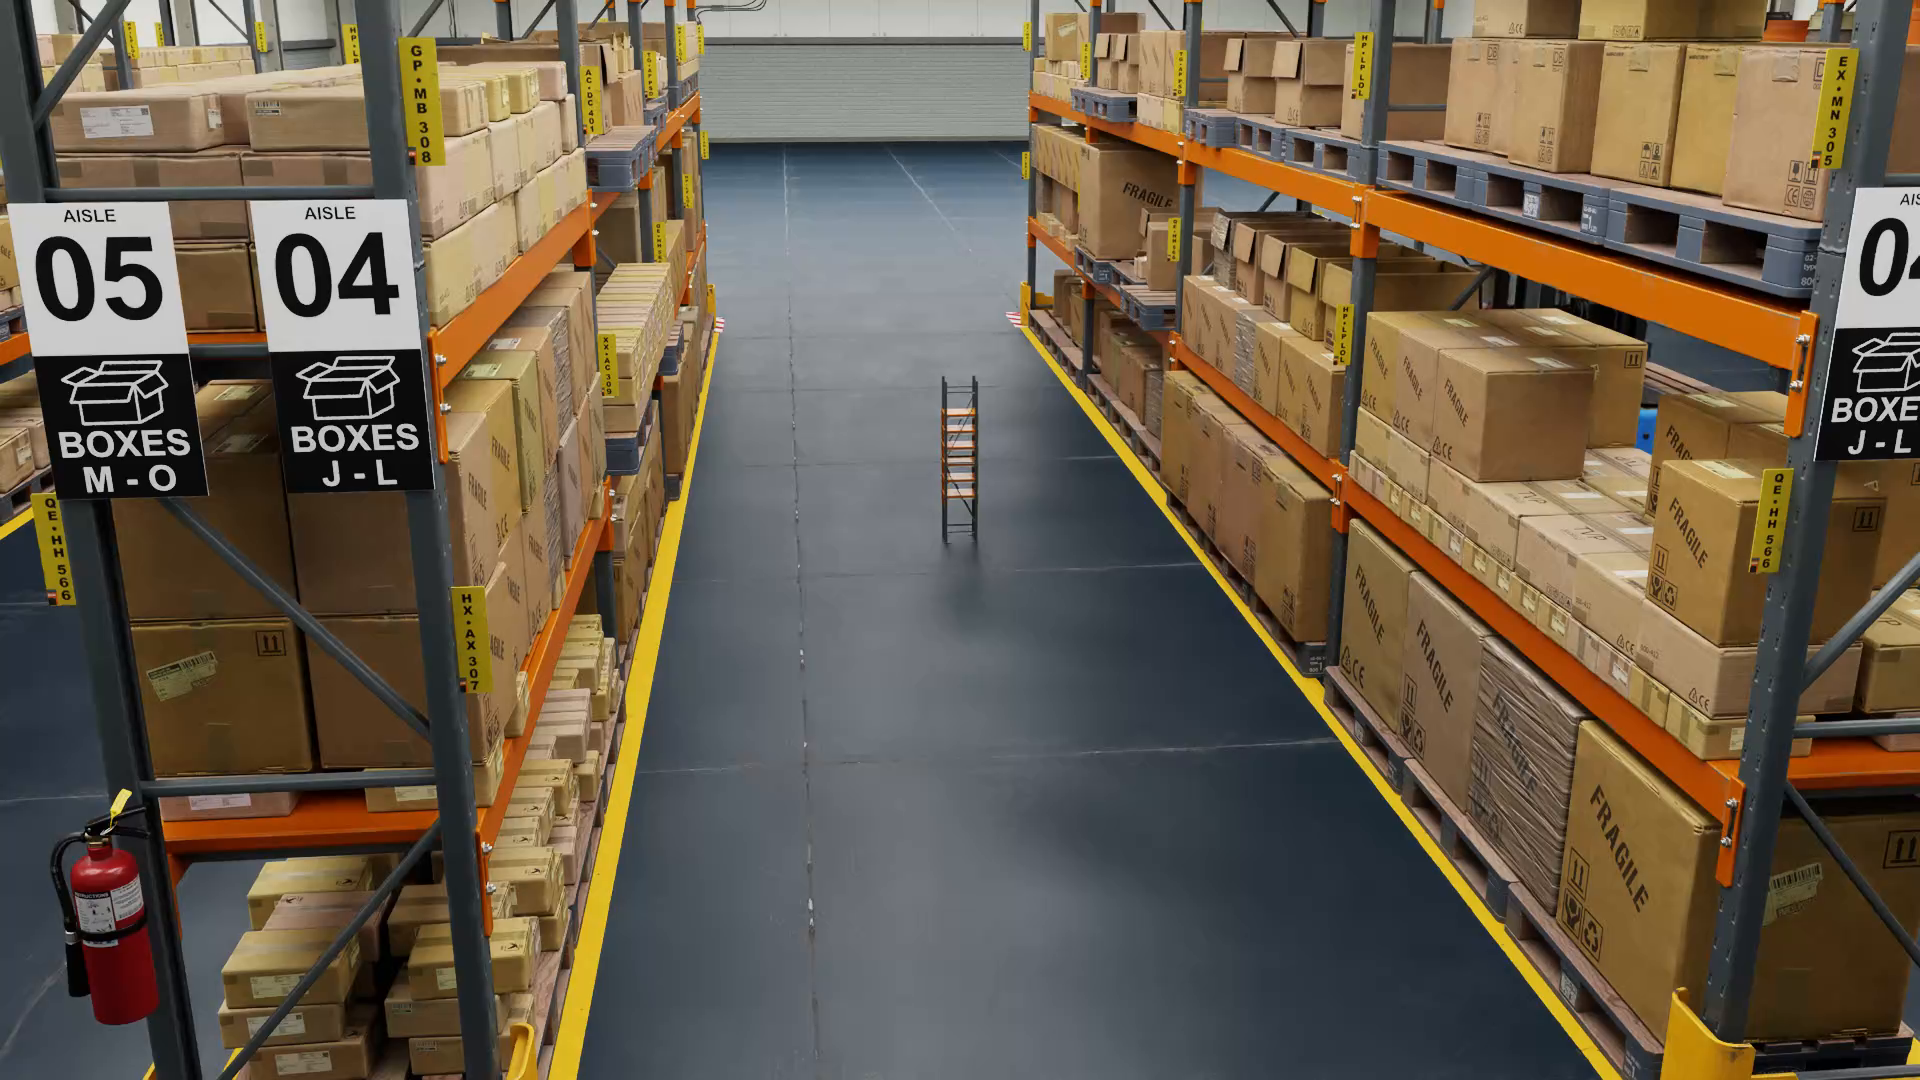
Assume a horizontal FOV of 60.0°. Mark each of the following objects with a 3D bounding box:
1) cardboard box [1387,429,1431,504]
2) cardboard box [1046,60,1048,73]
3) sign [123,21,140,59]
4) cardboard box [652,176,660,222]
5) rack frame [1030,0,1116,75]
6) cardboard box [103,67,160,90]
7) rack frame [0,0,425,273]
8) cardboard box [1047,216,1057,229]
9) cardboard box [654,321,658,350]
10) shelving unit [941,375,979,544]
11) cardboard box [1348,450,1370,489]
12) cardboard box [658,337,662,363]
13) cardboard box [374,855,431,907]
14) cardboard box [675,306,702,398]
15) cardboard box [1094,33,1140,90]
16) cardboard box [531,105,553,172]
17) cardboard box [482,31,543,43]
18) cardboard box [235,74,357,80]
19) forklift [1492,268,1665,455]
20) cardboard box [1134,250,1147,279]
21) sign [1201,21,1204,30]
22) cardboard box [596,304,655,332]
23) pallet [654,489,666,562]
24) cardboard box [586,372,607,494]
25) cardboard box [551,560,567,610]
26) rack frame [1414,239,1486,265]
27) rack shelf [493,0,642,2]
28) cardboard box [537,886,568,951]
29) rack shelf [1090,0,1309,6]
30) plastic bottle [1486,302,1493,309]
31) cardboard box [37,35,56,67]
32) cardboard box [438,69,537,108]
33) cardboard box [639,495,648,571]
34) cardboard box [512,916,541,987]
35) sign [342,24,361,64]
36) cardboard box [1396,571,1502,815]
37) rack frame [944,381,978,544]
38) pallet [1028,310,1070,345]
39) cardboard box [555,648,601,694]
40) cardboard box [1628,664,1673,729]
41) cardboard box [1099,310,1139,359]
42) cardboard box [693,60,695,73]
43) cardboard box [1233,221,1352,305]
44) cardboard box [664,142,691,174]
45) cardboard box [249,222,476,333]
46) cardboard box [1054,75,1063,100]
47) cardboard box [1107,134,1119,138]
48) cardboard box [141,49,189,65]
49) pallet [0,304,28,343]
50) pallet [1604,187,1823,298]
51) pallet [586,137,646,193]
[{"bbox_3d":[2.415,-0.369,8.100,0.500,0.250,0.500,-2,18,-6],"label":"cardboard box"},{"bbox_3d":[1.178,-5.396,18.934,0.380,0.149,0.250,-1,17,-3],"label":"cardboard box"},{"bbox_3d":[-7.549,-4.557,15.155,0.100,0.325,0.005,-2,18,-6],"label":"sign"},{"bbox_3d":[-3.024,-2.929,14.663,0.700,0.500,0.500,-2,18,-5],"label":"cardboard box"},{"bbox_3d":[1.344,-7.033,19.555,1.000,3.000,0.127,-2,18,-6],"label":"rack frame"},{"bbox_3d":[-7.874,-4.314,15.656,0.500,0.250,0.500,-2,18,-7],"label":"cardboard box"},{"bbox_3d":[-1.950,-2.143,3.979,1.000,3.000,0.127,-2,18,-6],"label":"rack frame"},{"bbox_3d":[1.219,-3.660,19.246,0.380,0.149,0.250,-2,18,-6],"label":"cardboard box"},{"bbox_3d":[-2.109,-1.292,10.507,0.380,0.149,0.250,-2,18,-7],"label":"cardboard box"},{"bbox_3d":[-0.001,-0.577,12.011,0.258,1.200,0.189,-2,18,-6],"label":"shelving unit"},{"bbox_3d":[2.281,-0.377,8.790,0.380,0.149,0.250,-2,18,-6],"label":"cardboard box"},{"bbox_3d":[-2.140,-1.229,10.804,0.380,0.149,0.250,-1,17,-4],"label":"cardboard box"},{"bbox_3d":[-2.269,1.351,6.428,0.380,0.149,0.250,-2,18,-6],"label":"cardboard box"},{"bbox_3d":[-3.034,-1.801,15.959,1.050,0.750,0.750,-2,18,-6],"label":"cardboard box"},{"bbox_3d":[1.706,-4.517,15.674,0.797,0.503,0.637,-3,18,-8],"label":"cardboard box"},{"bbox_3d":[-1.962,-1.630,6.770,0.500,0.250,0.500,-1,17,-3],"label":"cardboard box"},{"bbox_3d":[-2.889,-3.151,10.752,0.396,0.266,0.258,-2,18,-6],"label":"cardboard box"},{"bbox_3d":[-2.413,-1.618,6.065,0.380,0.149,0.250,-2,18,-7],"label":"cardboard box"},{"bbox_3d":[4.483,-1.696,12.687,1.130,2.935,3.031,-2,18,-7],"label":"forklift"},{"bbox_3d":[1.728,-2.412,14.375,0.396,0.266,0.258,-2,18,-7],"label":"cardboard box"},{"bbox_3d":[2.308,-4.863,16.130,0.100,0.325,0.005,-2,18,-6],"label":"sign"},{"bbox_3d":[-2.080,-1.353,10.205,0.380,0.149,0.250,-1,17,-4],"label":"cardboard box"},{"bbox_3d":[-2.696,-0.101,12.145,1.003,0.211,1.213,-2,18,-6],"label":"pallet"},{"bbox_3d":[-2.032,-0.527,8.183,0.500,0.500,0.500,-2,18,-6],"label":"cardboard box"},{"bbox_3d":[-1.868,0.189,6.987,0.380,0.149,0.250,-1,17,-5],"label":"cardboard box"},{"bbox_3d":[6.270,-4.324,20.941,1.000,3.000,0.127,-2,18,-6],"label":"rack frame"},{"bbox_3d":[-2.569,-3.396,9.841,1.077,0.370,4.000,-2,18,-6],"label":"rack shelf"},{"bbox_3d":[-1.744,1.485,6.499,0.380,0.149,0.250,-2,17,-5],"label":"cardboard box"},{"bbox_3d":[1.962,-4.711,14.029,1.077,0.370,4.000,-2,18,-6],"label":"rack shelf"},{"bbox_3d":[6.152,-2.620,19.314,0.061,0.283,0.133,-1,17,-5],"label":"plastic bottle"},{"bbox_3d":[-7.787,-3.999,13.614,0.500,0.250,0.500,-1,17,-5],"label":"cardboard box"},{"bbox_3d":[-1.899,-1.791,6.617,0.380,0.149,0.250,-2,18,-6],"label":"cardboard box"},{"bbox_3d":[-2.299,-0.022,10.710,0.500,0.500,0.500,-1,17,-5],"label":"cardboard box"},{"bbox_3d":[-1.721,1.490,5.985,0.380,0.149,0.250,-2,18,-6],"label":"cardboard box"},{"bbox_3d":[-2.914,-2.320,8.030,0.100,0.325,0.005,-2,18,-6],"label":"sign"},{"bbox_3d":[2.663,0.685,7.833,0.875,0.875,0.875,-2,18,-6],"label":"cardboard box"},{"bbox_3d":[0.008,-0.550,11.924,0.240,1.200,0.006,-2,18,-6],"label":"rack frame"},{"bbox_3d":[1.400,-2.574,20.025,1.003,0.211,1.213,-2,18,-6],"label":"pallet"},{"bbox_3d":[-1.969,0.651,8.162,0.380,0.149,0.250,-2,18,-6],"label":"cardboard box"},{"bbox_3d":[2.601,0.543,5.859,0.380,0.149,0.250,-2,18,-5],"label":"cardboard box"},{"bbox_3d":[1.755,-2.107,17.353,0.500,0.500,0.500,-2,18,-7],"label":"cardboard box"},{"bbox_3d":[-3.124,-5.215,18.324,0.380,0.149,0.250,-2,18,-6],"label":"cardboard box"},{"bbox_3d":[2.292,-1.901,11.382,0.797,0.503,0.637,-1,17,-4],"label":"cardboard box"},{"bbox_3d":[-3.283,-3.879,17.471,0.875,0.550,0.550,-2,18,-6],"label":"cardboard box"},{"bbox_3d":[-1.742,-0.782,4.902,0.500,0.250,0.500,-1,17,-4],"label":"cardboard box"},{"bbox_3d":[1.301,-4.923,18.091,0.500,0.250,0.500,-1,17,-4],"label":"cardboard box"},{"bbox_3d":[1.858,-4.085,17.849,0.500,0.500,0.500,-2,18,-6],"label":"cardboard box"},{"bbox_3d":[-7.998,-4.855,16.713,0.380,0.149,0.250,-2,18,-6],"label":"cardboard box"},{"bbox_3d":[-7.868,-1.598,12.581,1.213,0.211,1.003,-2,18,-6],"label":"pallet"},{"bbox_3d":[2.907,-1.013,5.537,1.003,0.211,1.213,-2,18,-6],"label":"pallet"},{"bbox_3d":[-2.320,-2.001,8.849,1.213,0.211,1.003,-2,18,-6],"label":"pallet"}]
